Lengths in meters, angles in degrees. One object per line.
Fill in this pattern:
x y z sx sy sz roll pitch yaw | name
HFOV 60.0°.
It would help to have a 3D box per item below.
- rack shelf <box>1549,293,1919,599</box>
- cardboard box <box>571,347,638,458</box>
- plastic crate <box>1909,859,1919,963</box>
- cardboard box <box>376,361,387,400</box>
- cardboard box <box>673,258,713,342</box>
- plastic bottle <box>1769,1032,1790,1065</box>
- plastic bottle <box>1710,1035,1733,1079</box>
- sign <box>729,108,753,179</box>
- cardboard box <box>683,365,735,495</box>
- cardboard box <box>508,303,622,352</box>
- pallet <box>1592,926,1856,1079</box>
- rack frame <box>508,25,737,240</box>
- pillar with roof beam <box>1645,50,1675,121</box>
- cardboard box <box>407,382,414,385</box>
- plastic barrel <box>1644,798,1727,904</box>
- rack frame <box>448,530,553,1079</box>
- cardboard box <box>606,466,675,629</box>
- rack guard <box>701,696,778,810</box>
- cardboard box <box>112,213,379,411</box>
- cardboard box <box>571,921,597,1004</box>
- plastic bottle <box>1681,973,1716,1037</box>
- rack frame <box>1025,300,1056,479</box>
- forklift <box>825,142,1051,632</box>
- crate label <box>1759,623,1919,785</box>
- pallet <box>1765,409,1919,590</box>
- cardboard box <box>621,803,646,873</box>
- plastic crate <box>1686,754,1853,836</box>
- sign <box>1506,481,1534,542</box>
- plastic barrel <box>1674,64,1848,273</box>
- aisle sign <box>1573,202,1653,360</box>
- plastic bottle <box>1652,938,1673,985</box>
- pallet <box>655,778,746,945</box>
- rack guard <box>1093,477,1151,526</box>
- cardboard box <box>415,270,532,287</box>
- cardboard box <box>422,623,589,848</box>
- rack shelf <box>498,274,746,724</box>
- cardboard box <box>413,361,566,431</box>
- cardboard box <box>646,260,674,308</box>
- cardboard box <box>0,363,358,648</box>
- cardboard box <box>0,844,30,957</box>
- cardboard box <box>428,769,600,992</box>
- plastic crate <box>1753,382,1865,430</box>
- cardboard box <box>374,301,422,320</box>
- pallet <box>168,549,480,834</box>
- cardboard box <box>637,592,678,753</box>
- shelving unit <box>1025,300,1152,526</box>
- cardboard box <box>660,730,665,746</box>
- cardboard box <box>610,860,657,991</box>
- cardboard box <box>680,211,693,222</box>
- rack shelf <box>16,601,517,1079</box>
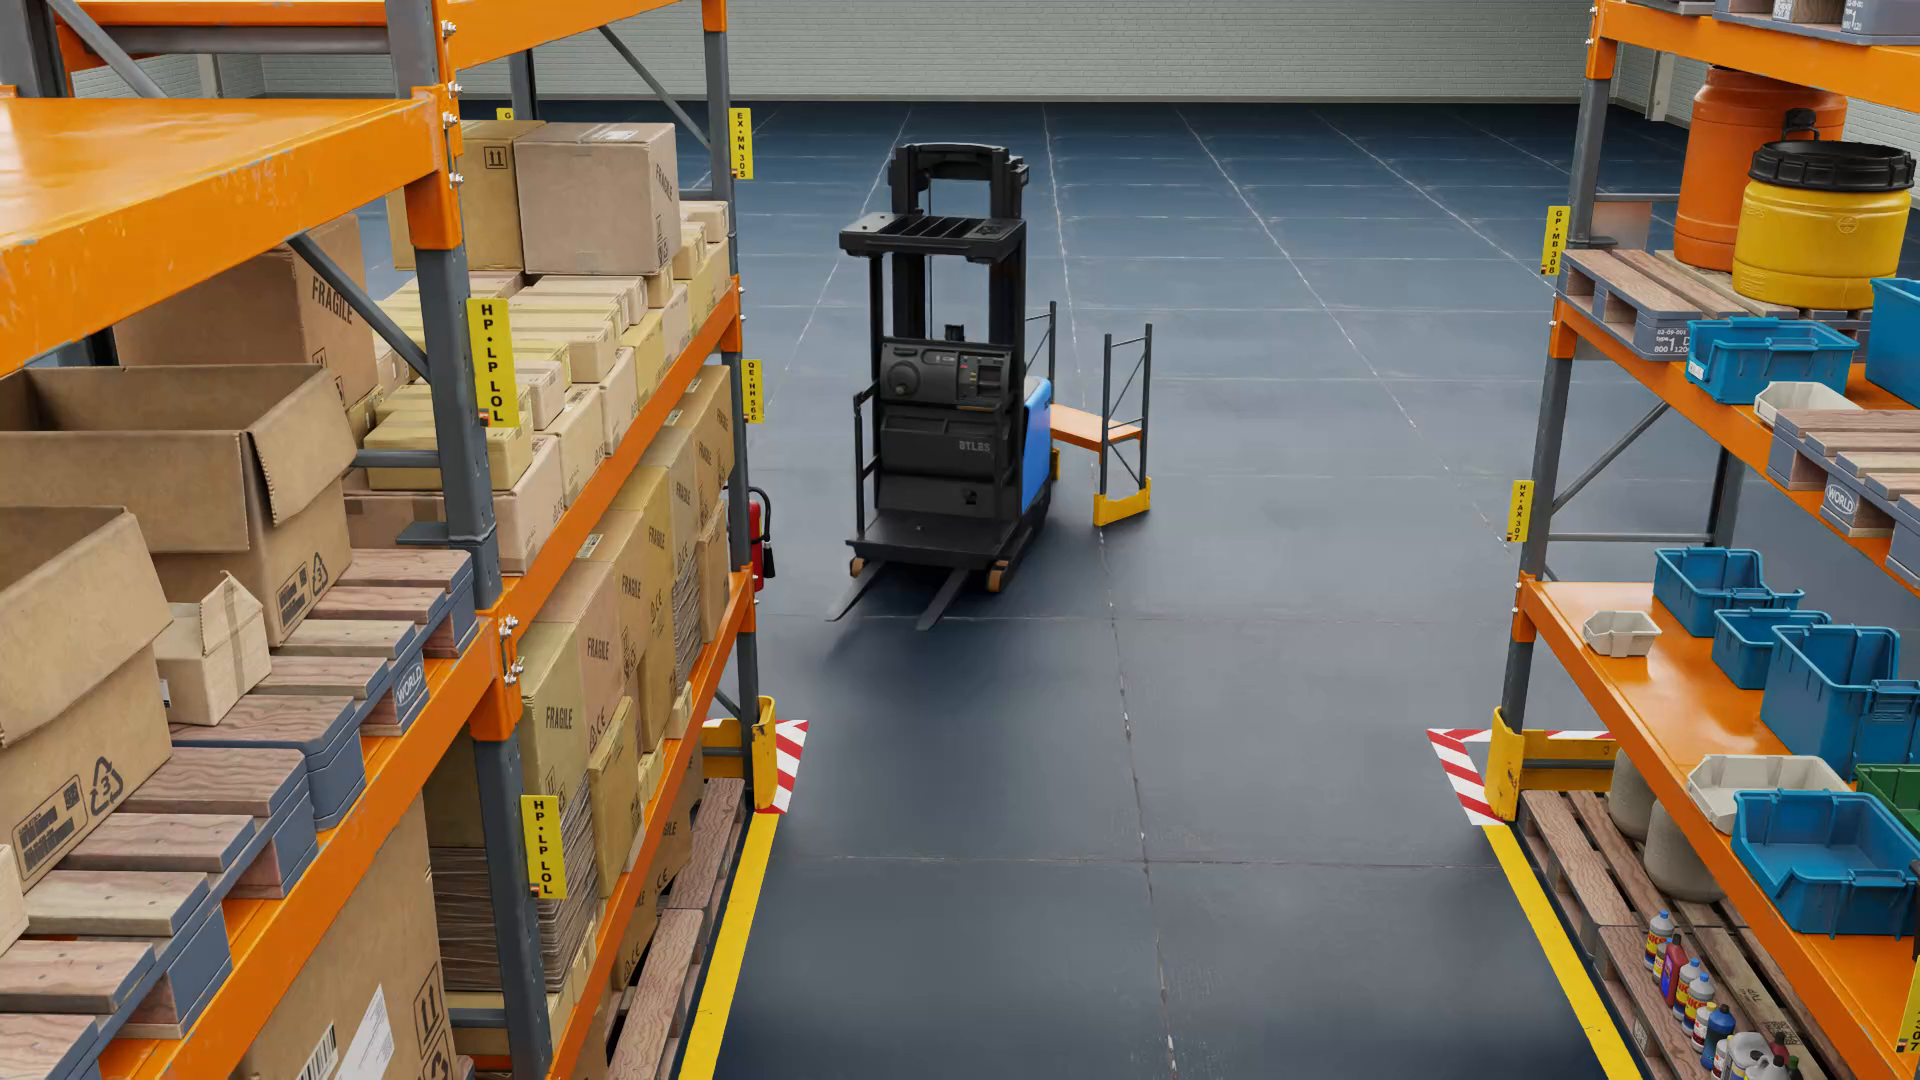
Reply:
3.308 -0.347 6.125 1.077 0.370 4.000 1 21 2 | rack shelf
-1.397 -0.475 5.666 0.500 0.250 0.500 0 21 -1 | cardboard box
3.391 1.280 5.169 0.767 0.338 0.504 1 21 2 | plastic crate
-1.961 -0.438 5.020 0.380 0.149 0.250 0 21 -1 | cardboard box
-1.354 -1.032 7.104 0.500 0.250 0.500 1 21 2 | cardboard box
3.110 2.020 6.322 0.061 0.283 0.133 1 21 2 | plastic bottle
2.980 2.015 6.450 0.097 0.201 0.097 0 21 0 | plastic bottle
-1.027 -1.860 7.804 0.100 0.325 0.005 1 21 2 | sign
-1.351 -0.512 7.769 0.500 0.500 0.500 1 21 2 | cardboard box
-1.383 -0.716 5.737 0.380 0.149 0.250 0 21 1 | cardboard box
3.344 2.054 6.942 1.003 0.211 1.213 1 21 2 | pallet
-1.581 -2.859 7.456 1.000 3.000 0.127 1 21 2 | rack frame
10.724 -13.327 34.435 9.100 9.000 0.400 1 21 2 | pillar with roof beam
-1.914 -0.485 5.692 0.500 0.250 0.500 0 21 1 | cardboard box
3.410 1.377 7.692 0.421 0.512 0.421 0 21 0 | plastic barrel
-1.703 1.385 4.814 1.000 3.000 0.127 1 21 2 | rack frame
-1.402 0.031 6.371 0.500 0.500 0.500 1 21 2 | cardboard box
-1.584 1.131 8.923 1.175 0.500 0.348 1 21 2 | rack guard
-1.944 -0.598 4.535 0.500 0.500 0.500 0 21 0 | cardboard box
-1.375 1.337 5.284 0.380 0.149 0.250 1 21 2 | cardboard box
2.989 1.872 6.721 0.097 0.271 0.097 0 21 0 | plastic bottle
0.577 -1.157 13.438 0.500 1.500 0.032 -18 28 -39 | rack frame
-0.155 -1.147 11.433 1.130 2.935 3.031 5 22 14 | forklift
3.584 0.645 6.672 0.502 0.435 0.616 1 21 2 | crate label
3.172 -0.133 4.840 1.213 0.211 1.003 1 21 2 | pallet
-1.349 1.066 5.982 0.380 0.149 0.250 1 21 2 | cardboard box
3.044 0.972 6.241 0.530 0.136 0.437 1 21 2 | plastic crate
2.819 -0.144 8.370 0.100 0.325 0.005 1 21 2 | sign
3.481 -1.624 7.248 0.600 0.830 0.708 1 21 2 | plastic barrel
3.079 -1.248 8.006 0.394 0.787 0.004 1 21 2 | aisle sign
2.999 1.782 7.050 0.097 0.201 0.097 0 21 0 | plastic bottle
-1.644 1.559 8.219 1.003 0.211 1.213 1 21 2 | pallet
1.266 -0.304 12.968 0.587 0.250 0.087 -18 28 -39 | rack guard
-1.895 -1.009 6.492 0.380 0.149 0.250 0 21 -1 | cardboard box
-1.435 0.573 4.973 0.500 0.500 0.500 1 21 2 | cardboard box
-1.642 -0.402 6.265 1.077 0.370 4.000 1 21 2 | rack shelf
-1.416 -0.439 5.023 0.380 0.149 0.250 1 21 2 | cardboard box
-1.325 -1.002 6.474 0.380 0.149 0.250 0 21 -1 | cardboard box
-1.816 -0.089 3.741 0.797 0.503 0.637 0 21 -1 | cardboard box
-1.660 0.578 2.487 0.380 0.166 0.250 0 21 0 | cardboard box
-1.628 1.037 5.159 0.875 0.500 0.500 1 21 2 | cardboard box
2.892 -0.421 5.686 0.243 0.136 0.396 1 21 2 | plastic crate
-1.947 -0.727 5.766 0.380 0.149 0.250 2 21 4 | cardboard box
-1.828 0.296 3.733 1.213 0.211 1.003 1 21 2 | pallet
-1.606 0.495 6.558 0.875 0.500 0.500 1 21 2 | cardboard box
0.928 -1.020 13.083 0.587 1.500 1.083 -18 28 -39 | shelving unit
-1.401 0.794 6.683 0.380 0.149 0.250 1 21 2 | cardboard box
-1.639 1.576 7.195 0.500 0.500 0.500 3 21 7 | cardboard box
-1.403 -1.379 7.447 0.380 0.149 0.250 0 21 0 | cardboard box
-1.764 1.045 2.538 1.077 0.370 4.000 1 21 2 | rack shelf
